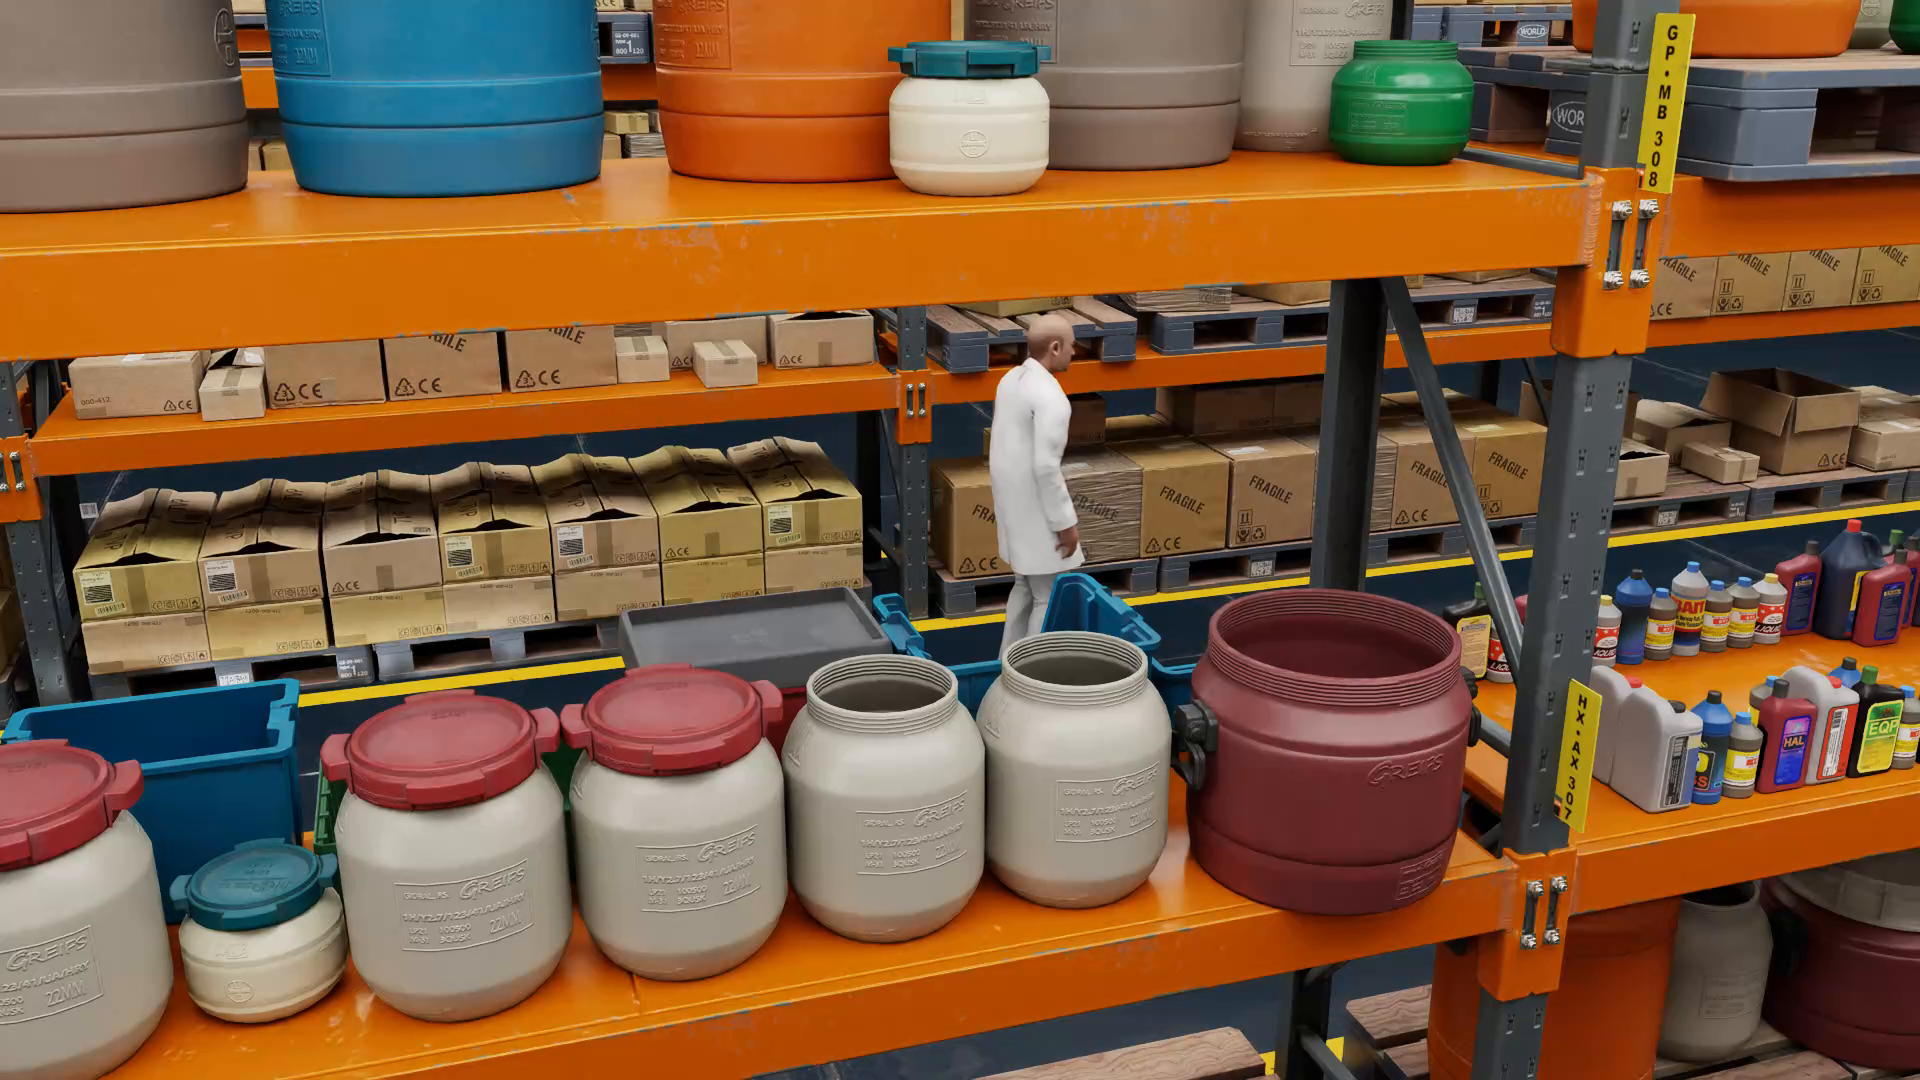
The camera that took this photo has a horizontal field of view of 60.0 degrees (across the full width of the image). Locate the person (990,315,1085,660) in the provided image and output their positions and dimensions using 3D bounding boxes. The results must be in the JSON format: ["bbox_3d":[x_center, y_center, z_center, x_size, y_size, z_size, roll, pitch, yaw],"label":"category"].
[{"bbox_3d":[0.357,-0.125,7.453,0.428,1.774,0.644,-6,20,-17],"label":"person"}]
